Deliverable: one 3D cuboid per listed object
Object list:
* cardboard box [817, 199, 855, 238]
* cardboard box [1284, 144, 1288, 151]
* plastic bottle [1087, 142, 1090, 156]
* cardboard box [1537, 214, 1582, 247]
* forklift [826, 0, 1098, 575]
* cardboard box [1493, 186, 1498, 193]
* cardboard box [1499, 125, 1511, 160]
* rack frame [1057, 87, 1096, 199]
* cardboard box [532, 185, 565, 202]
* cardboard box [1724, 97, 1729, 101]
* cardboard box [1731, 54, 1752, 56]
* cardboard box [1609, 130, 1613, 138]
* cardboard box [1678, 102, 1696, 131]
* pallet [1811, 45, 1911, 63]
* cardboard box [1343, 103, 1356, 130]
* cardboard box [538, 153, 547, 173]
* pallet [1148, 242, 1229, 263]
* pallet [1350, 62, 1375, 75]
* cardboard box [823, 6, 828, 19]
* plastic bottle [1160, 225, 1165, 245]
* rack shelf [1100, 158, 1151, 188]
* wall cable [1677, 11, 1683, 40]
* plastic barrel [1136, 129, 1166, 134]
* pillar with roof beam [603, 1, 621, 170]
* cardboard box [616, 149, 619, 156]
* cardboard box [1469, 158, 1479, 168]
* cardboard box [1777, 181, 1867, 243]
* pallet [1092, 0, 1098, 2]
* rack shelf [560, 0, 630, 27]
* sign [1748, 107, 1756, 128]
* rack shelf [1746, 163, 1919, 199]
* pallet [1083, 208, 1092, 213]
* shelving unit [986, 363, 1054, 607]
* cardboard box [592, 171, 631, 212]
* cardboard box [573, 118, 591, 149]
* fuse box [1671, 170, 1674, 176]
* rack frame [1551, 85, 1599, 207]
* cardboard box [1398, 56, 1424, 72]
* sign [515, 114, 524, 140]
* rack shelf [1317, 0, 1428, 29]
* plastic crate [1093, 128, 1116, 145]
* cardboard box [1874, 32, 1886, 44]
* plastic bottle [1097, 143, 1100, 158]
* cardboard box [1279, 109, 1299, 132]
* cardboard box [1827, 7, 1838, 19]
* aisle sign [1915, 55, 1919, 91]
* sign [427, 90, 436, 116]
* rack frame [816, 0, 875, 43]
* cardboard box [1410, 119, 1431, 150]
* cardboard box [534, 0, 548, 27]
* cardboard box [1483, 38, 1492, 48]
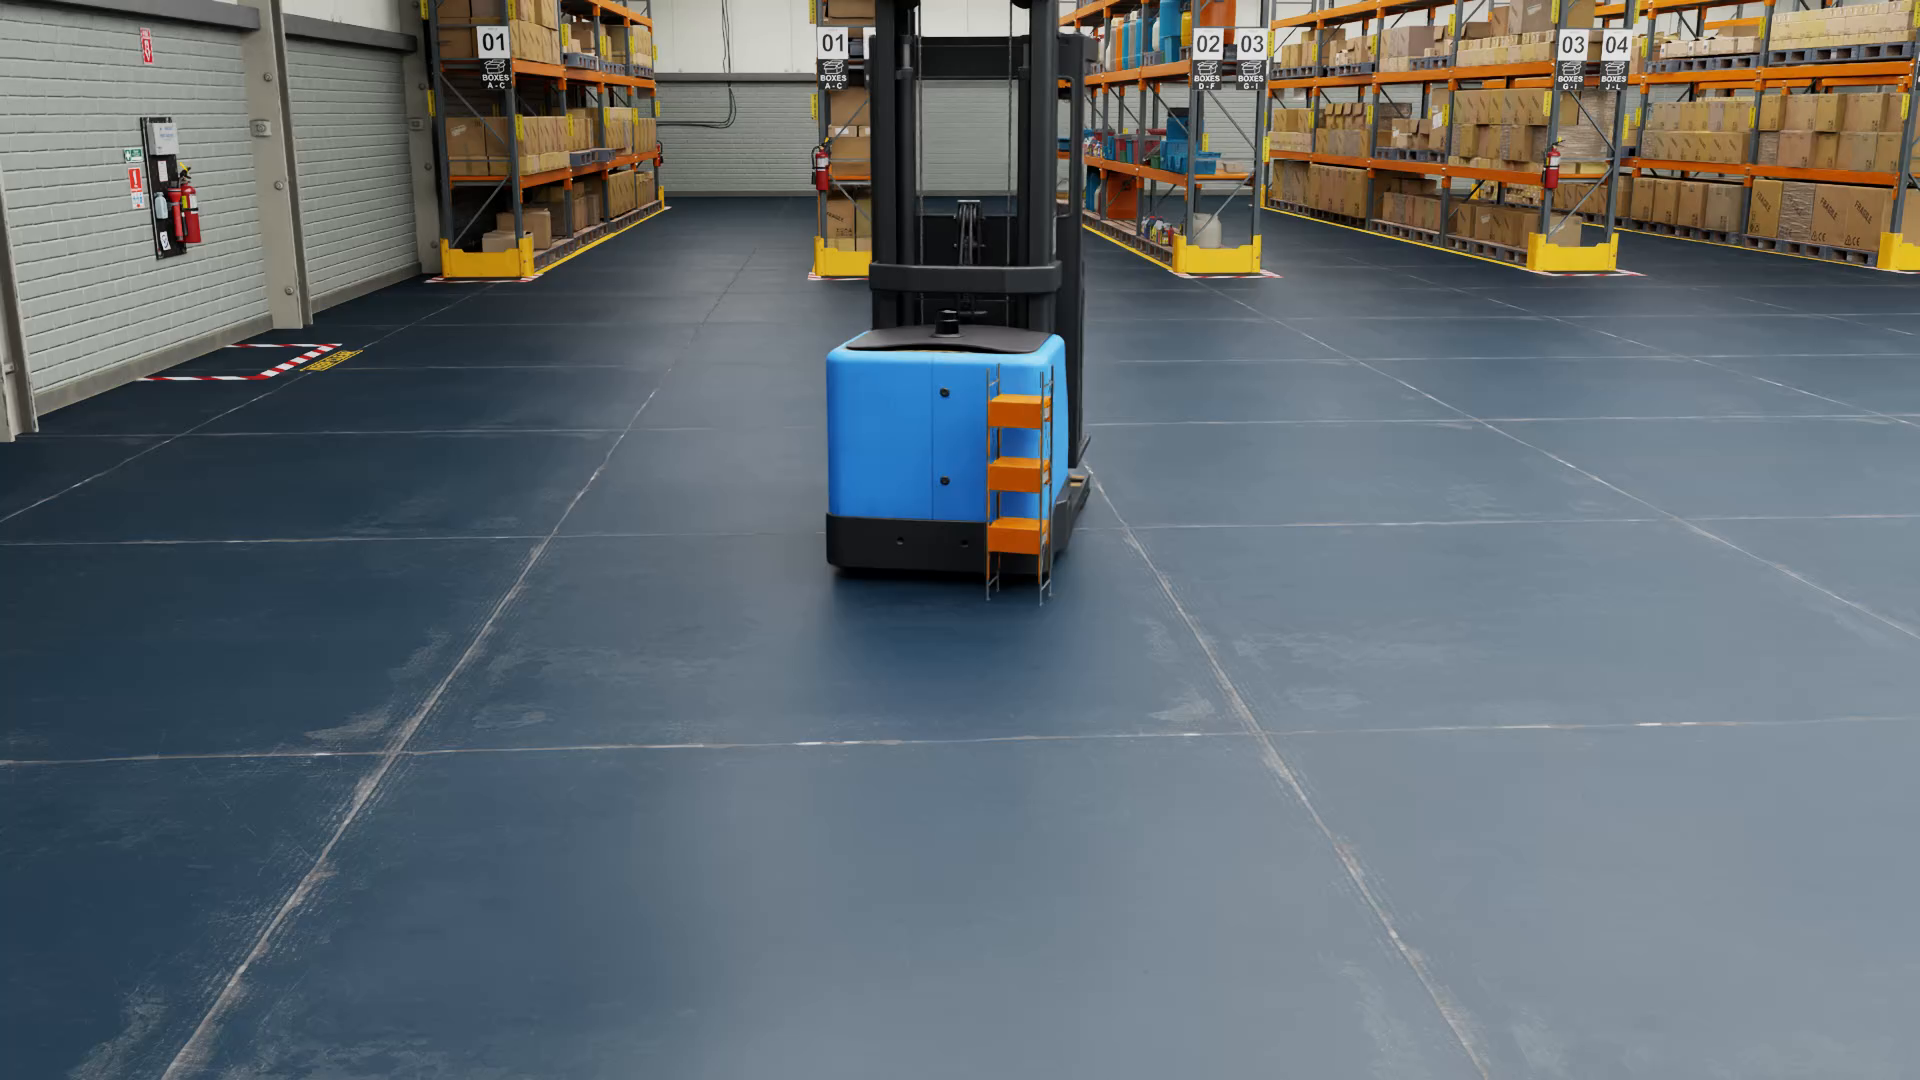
[{"bbox_3d":[-1.701,-4.417,22.843,0.500,0.500,0.500,-1,14,-3],"label":"cardboard box"},{"bbox_3d":[7.315,-8.587,36.384,0.380,0.149,0.250,-1,14,-5],"label":"cardboard box"},{"bbox_3d":[2.530,-7.613,32.352,0.097,0.271,0.097,0,14,0],"label":"plastic bottle"},{"bbox_3d":[8.495,-4.353,23.601,0.500,0.500,0.500,2,15,7],"label":"cardboard box"},{"bbox_3d":[0.127,-1.580,8.785,1.130,2.935,3.031,2,15,9],"label":"forklift"},{"bbox_3d":[12.230,-7.874,37.393,0.380,0.149,0.250,0,14,-2],"label":"cardboard box"},{"bbox_3d":[8.371,-5.782,24.183,0.875,0.500,0.500,-1,14,-3],"label":"cardboard box"},{"bbox_3d":[2.582,-9.108,37.905,1.000,3.000,0.127,-1,14,-3],"label":"rack frame"},{"bbox_3d":[-6.655,-5.628,27.011,0.500,0.250,0.500,-1,14,-5],"label":"cardboard box"},{"bbox_3d":[17.228,-9.769,36.965,0.380,0.149,0.250,-1,14,-3],"label":"cardboard box"},{"bbox_3d":[13.321,-8.359,28.203,0.396,0.266,0.258,-1,14,-3],"label":"cardboard box"},{"bbox_3d":[12.475,-7.654,31.320,0.380,0.149,0.250,0,14,-1],"label":"cardboard box"},{"bbox_3d":[13.062,-7.414,29.113,0.700,0.500,0.500,-1,14,-4],"label":"cardboard box"},{"bbox_3d":[13.338,-7.155,24.473,1.003,0.211,1.213,-1,14,-3],"label":"pallet"},{"bbox_3d":[7.906,-8.240,32.318,0.797,0.503,0.637,0,14,-2],"label":"cardboard box"},{"bbox_3d":[-6.100,-5.295,23.346,0.500,0.250,0.500,-1,14,-4],"label":"cardboard box"},{"bbox_3d":[3.404,-4.301,24.820,1.003,0.211,1.213,-1,14,-3],"label":"pallet"},{"bbox_3d":[7.928,-8.715,30.739,1.213,0.211,1.003,0,14,-1],"label":"pallet"},{"bbox_3d":[-1.642,-7.410,23.957,0.797,0.503,0.637,1,14,3],"label":"cardboard box"},{"bbox_3d":[2.997,-4.505,24.584,0.061,0.283,0.133,-1,14,-2],"label":"plastic bottle"},{"bbox_3d":[3.202,-6.272,28.329,1.077,0.370,4.000,-1,14,-3],"label":"rack shelf"},{"bbox_3d":[20.316,-13.716,43.699,2.988,3.039,0.133,-1,14,-3],"label":"wall cable"},{"bbox_3d":[3.409,-7.073,29.725,0.600,0.536,0.708,-1,14,-3],"label":"plastic barrel"},{"bbox_3d":[-4.040,-12.585,39.379,9.100,9.000,0.400,-1,14,-3],"label":"pillar with roof beam"},{"bbox_3d":[-6.715,-7.386,31.675,0.380,0.149,0.250,0,14,-2],"label":"cardboard box"},{"bbox_3d":[8.027,-5.771,25.441,0.380,0.149,0.250,-1,14,-3],"label":"cardboard box"},{"bbox_3d":[13.254,-5.044,25.532,0.875,0.875,0.875,-1,14,-3],"label":"cardboard box"},{"bbox_3d":[3.064,-9.918,30.197,1.213,0.211,1.003,-1,14,-3],"label":"pallet"},{"bbox_3d":[-6.934,-9.826,30.903,1.077,0.370,4.000,-1,14,-3],"label":"rack shelf"},{"bbox_3d":[12.685,-6.763,26.627,0.100,0.325,0.005,-1,14,-3],"label":"sign"},{"bbox_3d":[13.350,-5.406,24.960,1.077,0.370,4.000,-1,14,-3],"label":"rack shelf"},{"bbox_3d":[2.836,-6.570,33.638,1.003,0.211,1.213,-1,14,-3],"label":"pallet"},{"bbox_3d":[0.264,-0.246,7.375,0.252,1.050,0.215,4,15,16],"label":"shelving unit"},{"bbox_3d":[-6.830,-6.742,32.180,0.750,0.750,0.750,0,14,-2],"label":"cardboard box"},{"bbox_3d":[-6.710,-6.972,28.518,0.700,0.500,0.500,-2,15,-9],"label":"cardboard box"},{"bbox_3d":[19.149,-10.111,44.392,0.539,1.711,0.414,-1,14,-3],"label":"fuse box"},{"bbox_3d":[12.730,-8.241,34.536,1.000,3.000,0.127,-1,14,-3],"label":"rack frame"},{"bbox_3d":[7.869,-8.199,28.652,0.500,0.250,0.500,-1,14,-2],"label":"cardboard box"},{"bbox_3d":[-5.773,-5.403,21.770,0.100,0.325,0.005,-1,14,-3],"label":"sign"},{"bbox_3d":[7.897,-10.055,31.795,1.077,0.370,4.000,-1,14,-3],"label":"rack shelf"},{"bbox_3d":[3.025,-8.399,34.901,0.402,0.464,0.583,-1,14,-3],"label":"plastic crate"},{"bbox_3d":[13.083,-7.043,23.322,0.380,0.149,0.250,-1,14,-3],"label":"cardboard box"},{"bbox_3d":[2.612,-7.285,31.078,0.097,0.271,0.097,0,14,0],"label":"plastic bottle"},{"bbox_3d":[7.355,-9.242,36.627,0.500,0.500,0.500,-1,14,-5],"label":"cardboard box"},{"bbox_3d":[13.003,-7.746,24.454,0.380,0.149,0.250,-1,14,-4],"label":"cardboard box"},{"bbox_3d":[13.178,-6.493,22.526,0.394,0.787,0.004,-1,14,-3],"label":"aisle sign"},{"bbox_3d":[-6.870,-5.686,21.648,0.100,0.325,0.005,-1,14,-3],"label":"sign"},{"bbox_3d":[-1.371,-7.959,21.399,1.000,3.000,0.127,-1,14,-3],"label":"rack frame"},{"bbox_3d":[8.069,-6.883,28.208,0.797,0.503,0.637,1,14,2],"label":"cardboard box"},{"bbox_3d":[-6.174,-7.579,23.697,0.500,0.500,0.500,-1,14,-5],"label":"cardboard box"},{"bbox_3d":[8.049,-7.427,24.852,0.380,0.149,0.250,-1,14,-4],"label":"cardboard box"}]
